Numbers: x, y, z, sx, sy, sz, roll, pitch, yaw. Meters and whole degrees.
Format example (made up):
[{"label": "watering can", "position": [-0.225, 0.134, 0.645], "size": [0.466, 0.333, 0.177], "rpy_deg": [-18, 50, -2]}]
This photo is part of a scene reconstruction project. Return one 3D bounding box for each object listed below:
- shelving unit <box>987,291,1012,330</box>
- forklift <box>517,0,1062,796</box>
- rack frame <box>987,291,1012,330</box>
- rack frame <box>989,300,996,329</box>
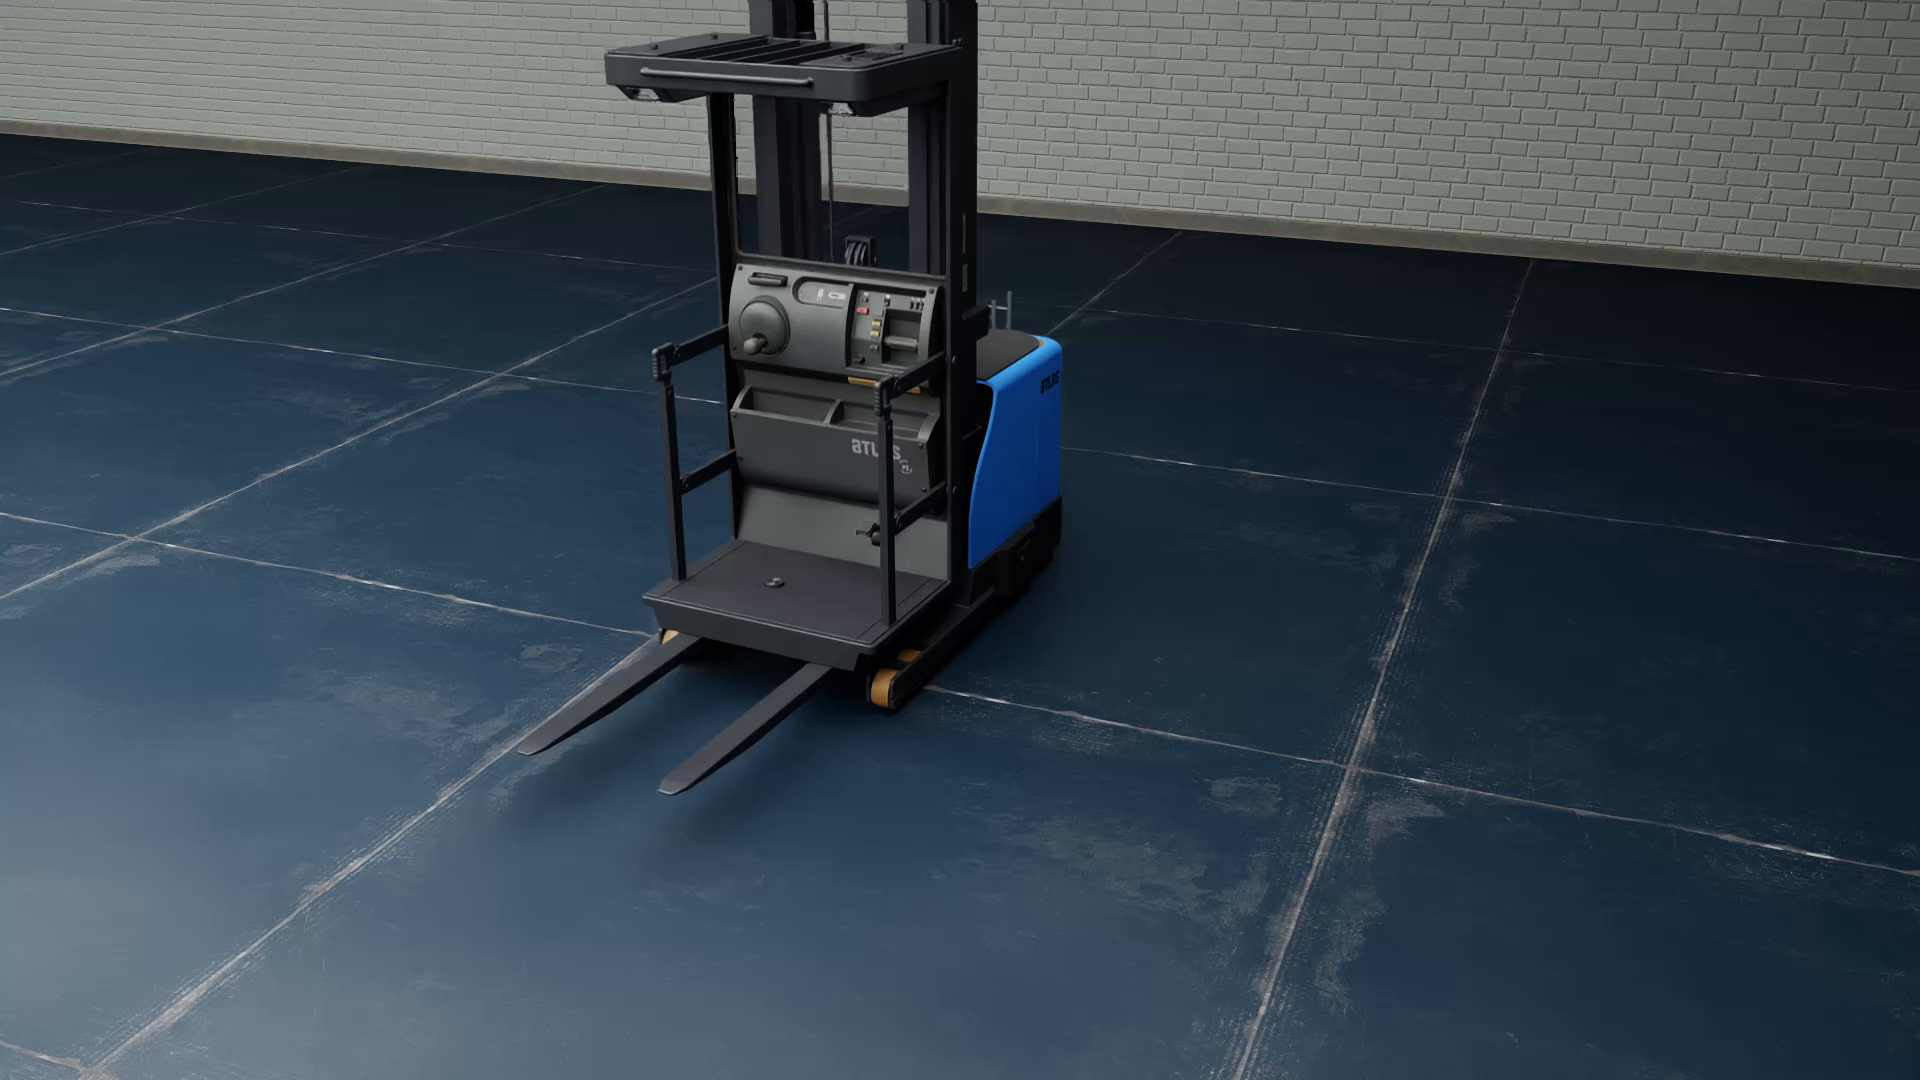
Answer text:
[{"label": "shelving unit", "position": [0.099, -0.628, 8.197], "size": [0.258, 1.200, 0.189], "rpy_deg": [11, 25, 24]}, {"label": "forklift", "position": [-0.610, -0.868, 6.525], "size": [1.130, 2.935, 3.031], "rpy_deg": [11, 25, 24]}, {"label": "rack frame", "position": [0.139, -0.660, 8.273], "size": [0.240, 1.200, 0.006], "rpy_deg": [11, 25, 24]}, {"label": "rack frame", "position": [0.059, -0.597, 8.121], "size": [0.240, 1.200, 0.006], "rpy_deg": [11, 25, 24]}]
